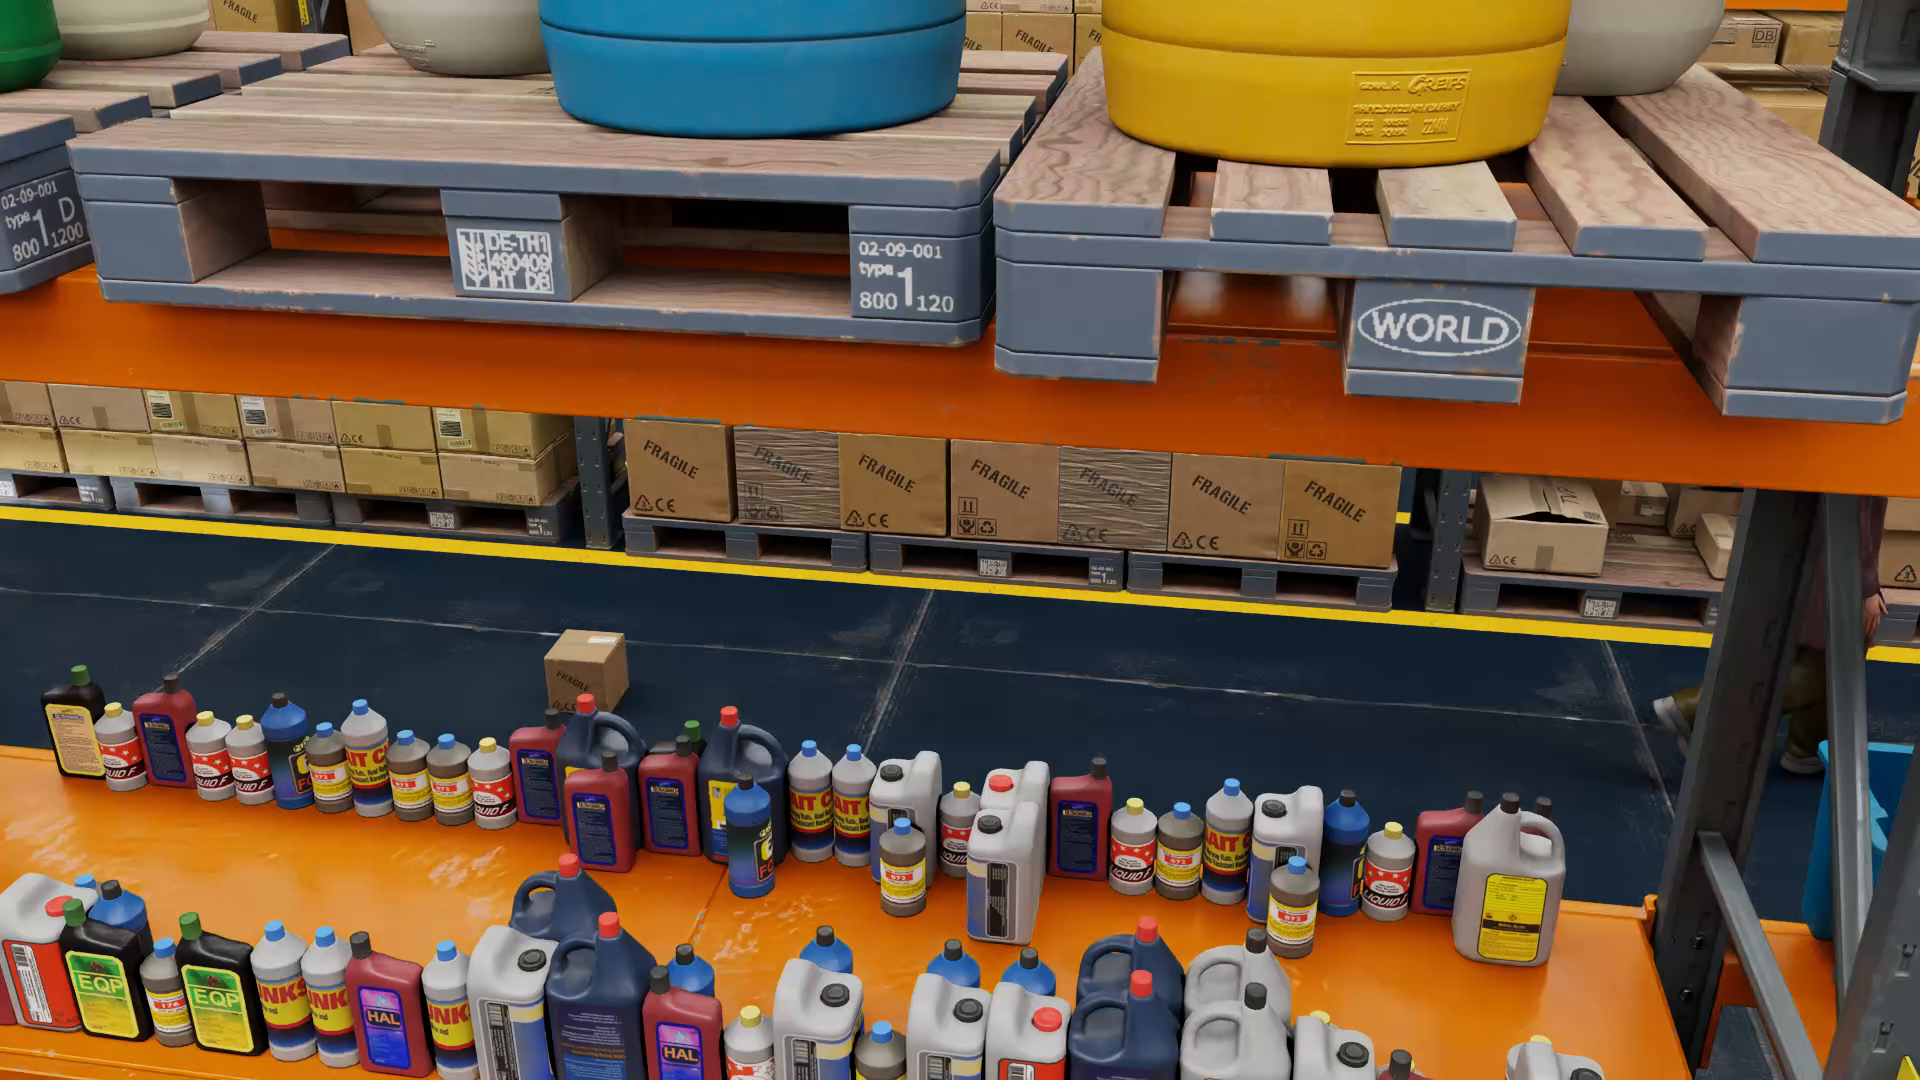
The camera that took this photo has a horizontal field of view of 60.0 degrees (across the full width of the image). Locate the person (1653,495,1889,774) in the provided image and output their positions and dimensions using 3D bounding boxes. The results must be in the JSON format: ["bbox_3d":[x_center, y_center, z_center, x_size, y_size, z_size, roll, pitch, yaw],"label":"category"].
[{"bbox_3d":[3.021,0.090,5.900,0.912,1.745,0.565,5,25,10],"label":"person"}]
